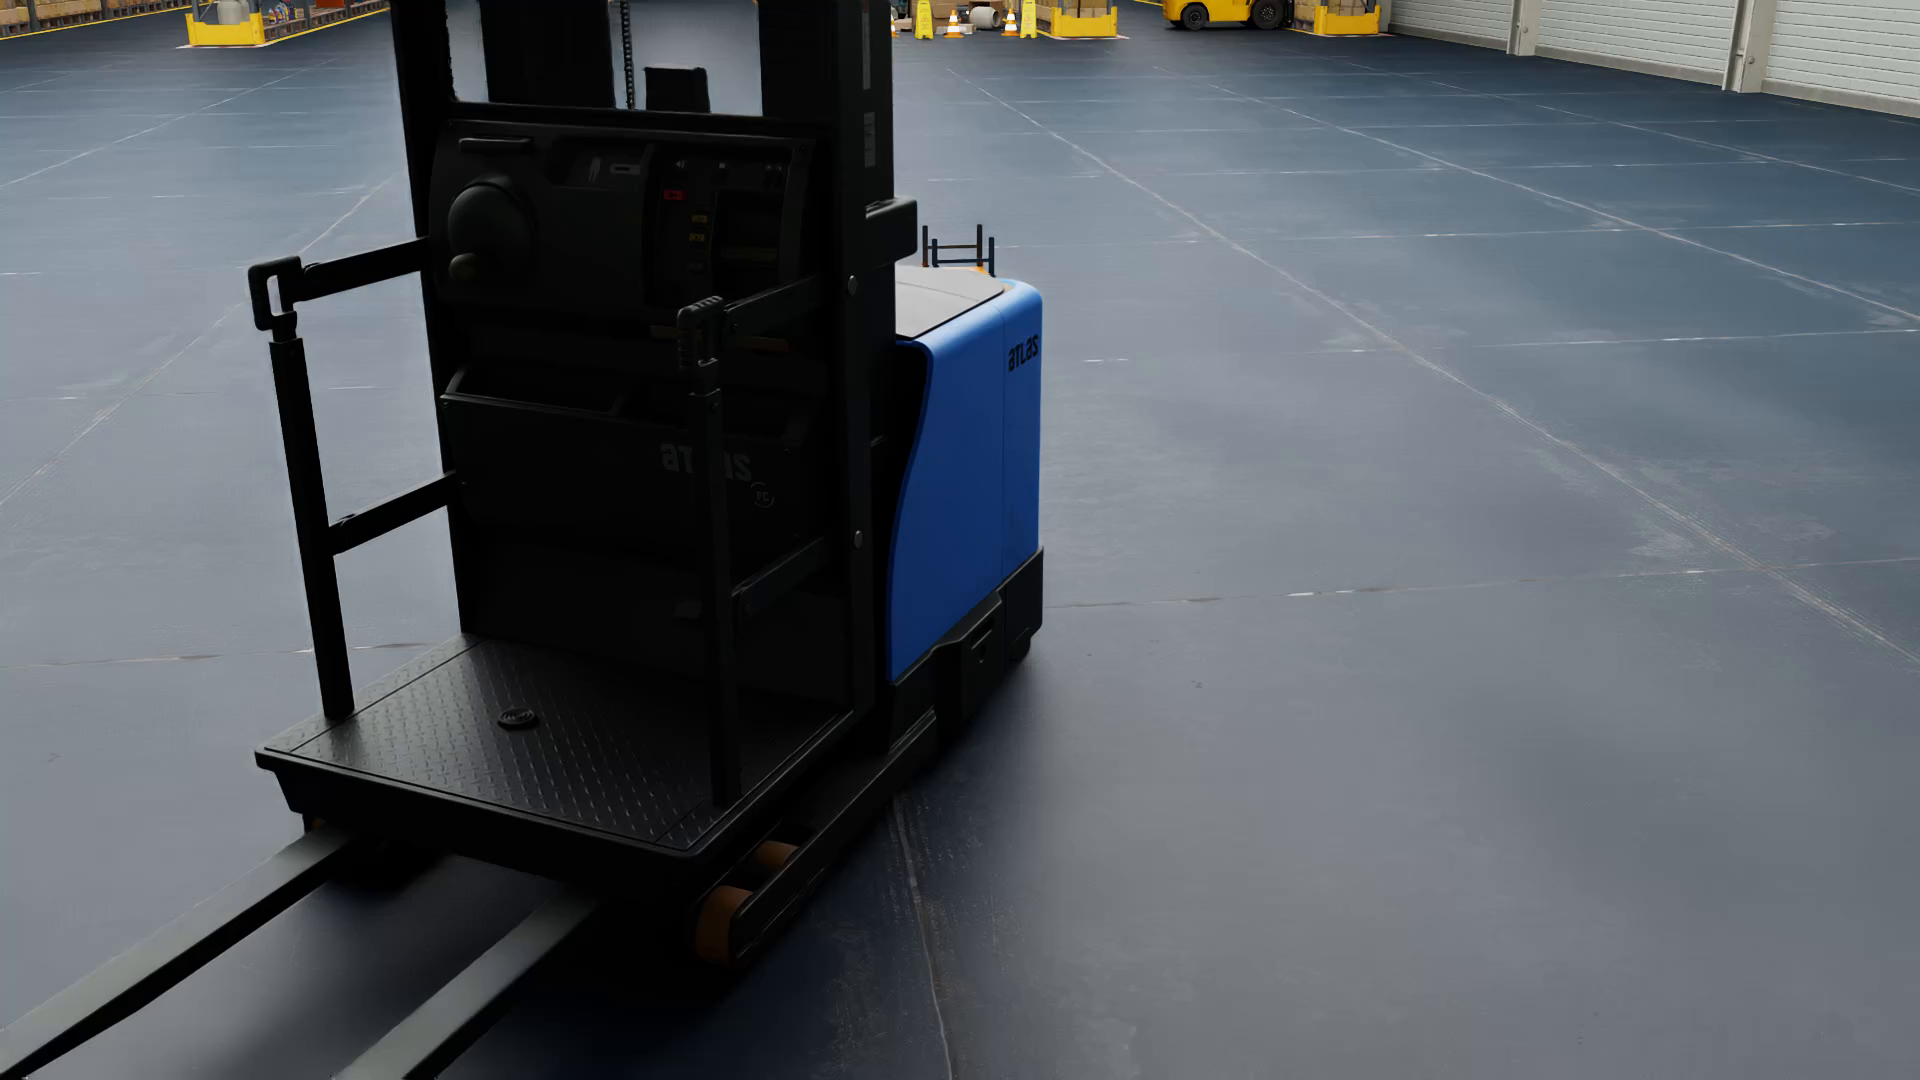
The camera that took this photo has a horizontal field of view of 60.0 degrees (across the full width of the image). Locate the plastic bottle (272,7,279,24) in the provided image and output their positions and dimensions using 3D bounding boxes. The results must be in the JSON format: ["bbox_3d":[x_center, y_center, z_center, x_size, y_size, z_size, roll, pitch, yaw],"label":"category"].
[{"bbox_3d":[-12.402,-9.501,30.121,0.061,0.283,0.133,-3,21,-7],"label":"plastic bottle"}]

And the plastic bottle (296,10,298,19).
[{"bbox_3d":[-12.650,-10.015,31.614,0.097,0.201,0.097,0,20,0],"label":"plastic bottle"}]

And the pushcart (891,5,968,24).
[{"bbox_3d":[-0.552,-10.619,33.607,1.648,0.377,0.936,-11,23,-26],"label":"pushcart"}]

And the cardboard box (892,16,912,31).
[{"bbox_3d":[-1.117,-9.912,31.874,0.396,0.266,0.258,1,20,2],"label":"cardboard box"}]

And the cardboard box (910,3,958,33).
[{"bbox_3d":[-0.485,-9.905,31.518,0.637,0.503,0.797,17,27,39],"label":"cardboard box"}]

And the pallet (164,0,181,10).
[{"bbox_3d":[-19.164,-12.682,39.371,1.003,0.211,1.213,-3,21,-8],"label":"pallet"}]

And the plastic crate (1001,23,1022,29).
[{"bbox_3d":[1.112,-10.027,32.448,0.402,0.080,0.583,-11,23,-26],"label":"plastic crate"}]

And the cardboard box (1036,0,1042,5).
[{"bbox_3d":[1.755,-10.474,31.731,0.500,0.500,0.500,-3,21,-9],"label":"cardboard box"}]

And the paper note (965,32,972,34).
[{"bbox_3d":[0.167,-9.430,30.922,0.148,0.019,0.142,-11,23,-26],"label":"paper note"}]

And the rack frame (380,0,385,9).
[{"bbox_3d":[-14.164,-14.000,38.912,1.000,3.000,0.127,-3,21,-8],"label":"rack frame"}]

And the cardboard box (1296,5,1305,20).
[{"bbox_3d":[6.742,-10.074,31.731,0.500,0.250,0.500,-3,21,-8],"label":"cardboard box"}]

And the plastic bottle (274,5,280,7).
[{"bbox_3d":[-12.748,-9.869,31.116,0.152,0.276,0.135,-3,21,-8],"label":"plastic bottle"}]

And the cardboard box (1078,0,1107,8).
[{"bbox_3d":[2.427,-10.156,30.878,0.500,0.500,0.500,-4,21,-10],"label":"cardboard box"}]

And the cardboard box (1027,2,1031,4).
[{"bbox_3d":[1.603,-10.486,32.834,0.500,0.250,0.500,-2,21,-5],"label":"cardboard box"}]

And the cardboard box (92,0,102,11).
[{"bbox_3d":[-18.172,-11.105,34.491,0.500,0.250,0.500,-2,21,-6],"label":"cardboard box"}]

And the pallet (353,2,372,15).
[{"bbox_3d":[-13.915,-12.001,37.545,1.003,0.211,1.213,-3,21,-8],"label":"pallet"}]

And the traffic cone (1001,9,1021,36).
[{"bbox_3d":[0.935,-9.490,30.463,0.336,0.463,0.334,-3,21,-8],"label":"traffic cone"}]

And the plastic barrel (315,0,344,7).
[{"bbox_3d":[-13.675,-11.963,35.961,0.600,0.830,0.708,-3,21,-8],"label":"plastic barrel"}]

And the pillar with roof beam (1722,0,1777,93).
[{"bbox_3d":[5.446,-9.571,18.481,9.100,9.000,0.400,-3,21,-8],"label":"pillar with roof beam"}]

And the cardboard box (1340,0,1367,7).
[{"bbox_3d":[7.322,-10.162,31.253,0.500,0.250,0.500,-3,21,-7],"label":"cardboard box"}]

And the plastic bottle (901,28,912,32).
[{"bbox_3d":[-1.033,-9.662,31.498,0.133,0.061,0.283,-11,23,-26],"label":"plastic bottle"}]

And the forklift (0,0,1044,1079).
[{"bbox_3d":[-0.810,-0.671,3.323,1.130,2.935,3.031,9,22,22],"label":"forklift"}]

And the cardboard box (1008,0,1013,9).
[{"bbox_3d":[1.512,-11.375,35.041,0.950,0.372,0.625,-2,21,-4],"label":"cardboard box"}]

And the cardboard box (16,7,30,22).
[{"bbox_3d":[-17.630,-9.740,30.838,0.500,0.250,0.500,-3,21,-8],"label":"cardboard box"}]

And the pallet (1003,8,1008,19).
[{"bbox_3d":[1.404,-11.366,35.846,1.003,0.211,1.213,-3,21,-8],"label":"pallet"}]

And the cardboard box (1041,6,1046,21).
[{"bbox_3d":[1.824,-9.949,31.397,0.500,0.250,0.500,-3,21,-8],"label":"cardboard box"}]

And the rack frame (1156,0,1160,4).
[{"bbox_3d":[5.455,-15.001,41.593,1.000,3.000,0.127,-3,21,-8],"label":"rack frame"}]

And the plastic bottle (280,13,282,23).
[{"bbox_3d":[-12.465,-9.571,30.425,0.097,0.201,0.097,0,20,0],"label":"plastic bottle"}]

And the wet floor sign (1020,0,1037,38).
[{"bbox_3d":[1.242,-9.372,29.886,0.267,0.644,0.232,4,21,11],"label":"wet floor sign"}]

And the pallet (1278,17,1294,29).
[{"bbox_3d":[6.860,-10.224,32.788,1.003,0.211,1.213,-3,21,-8],"label":"pallet"}]

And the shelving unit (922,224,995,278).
[{"bbox_3d":[-0.008,-0.510,5.582,0.215,1.050,0.252,-3,21,-8],"label":"shelving unit"}]

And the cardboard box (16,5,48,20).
[{"bbox_3d":[-17.726,-10.042,31.645,0.500,0.250,0.500,-3,21,-9],"label":"cardboard box"}]

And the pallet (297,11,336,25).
[{"bbox_3d":[-13.342,-10.617,33.840,1.003,0.211,1.213,-3,21,-8],"label":"pallet"}]

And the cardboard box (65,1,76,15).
[{"bbox_3d":[-17.948,-10.574,33.071,0.500,0.250,0.500,-3,21,-7],"label":"cardboard box"}]

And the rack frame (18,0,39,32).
[{"bbox_3d":[-17.913,-10.981,30.830,1.000,3.000,0.127,-3,21,-8],"label":"rack frame"}]

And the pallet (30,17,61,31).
[{"bbox_3d":[-18.058,-9.928,31.996,1.003,0.211,1.213,-3,21,-8],"label":"pallet"}]

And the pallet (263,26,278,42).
[{"bbox_3d":[-12.604,-8.844,29.094,1.003,0.211,1.213,-3,21,-8],"label":"pallet"}]

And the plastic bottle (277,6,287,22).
[{"bbox_3d":[-12.539,-9.717,30.709,0.152,0.276,0.135,-3,21,-7],"label":"plastic bottle"}]

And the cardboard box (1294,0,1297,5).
[{"bbox_3d":[6.648,-10.494,32.140,0.500,0.250,0.500,-3,21,-9],"label":"cardboard box"}]

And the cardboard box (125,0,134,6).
[{"bbox_3d":[-18.421,-11.928,36.309,0.500,0.500,0.500,-3,21,-8],"label":"cardboard box"}]

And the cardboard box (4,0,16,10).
[{"bbox_3d":[-17.569,-9.918,30.241,0.500,0.500,0.500,-3,21,-8],"label":"cardboard box"}]

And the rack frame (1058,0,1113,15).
[{"bbox_3d":[2.273,-10.594,29.795,1.000,3.000,0.127,-3,21,-8],"label":"rack frame"}]

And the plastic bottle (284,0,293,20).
[{"bbox_3d":[-12.605,-9.920,31.146,0.144,0.351,0.185,-4,21,-10],"label":"plastic bottle"}]

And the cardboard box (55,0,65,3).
[{"bbox_3d":[-17.869,-10.661,32.501,0.500,0.311,0.500,-4,21,-10],"label":"cardboard box"}]

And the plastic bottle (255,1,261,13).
[{"bbox_3d":[-13.163,-9.902,31.097,0.144,0.351,0.185,-3,21,-8],"label":"plastic bottle"}]

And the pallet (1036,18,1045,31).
[{"bbox_3d":[2.008,-10.019,32.239,1.003,0.211,1.213,-3,21,-8],"label":"pallet"}]

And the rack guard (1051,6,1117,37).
[{"bbox_3d":[2.262,-9.450,30.303,1.175,0.500,0.348,-3,21,-8],"label":"rack guard"}]

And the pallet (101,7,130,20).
[{"bbox_3d":[-18.560,-11.320,35.723,1.003,0.211,1.213,-3,21,-8],"label":"pallet"}]

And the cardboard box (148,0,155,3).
[{"bbox_3d":[-18.649,-12.458,37.729,0.500,0.500,0.500,-3,21,-8],"label":"cardboard box"}]

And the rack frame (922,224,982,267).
[{"bbox_3d":[-0.025,-0.553,5.695,0.200,1.050,0.008,-3,21,-8],"label":"rack frame"}]
